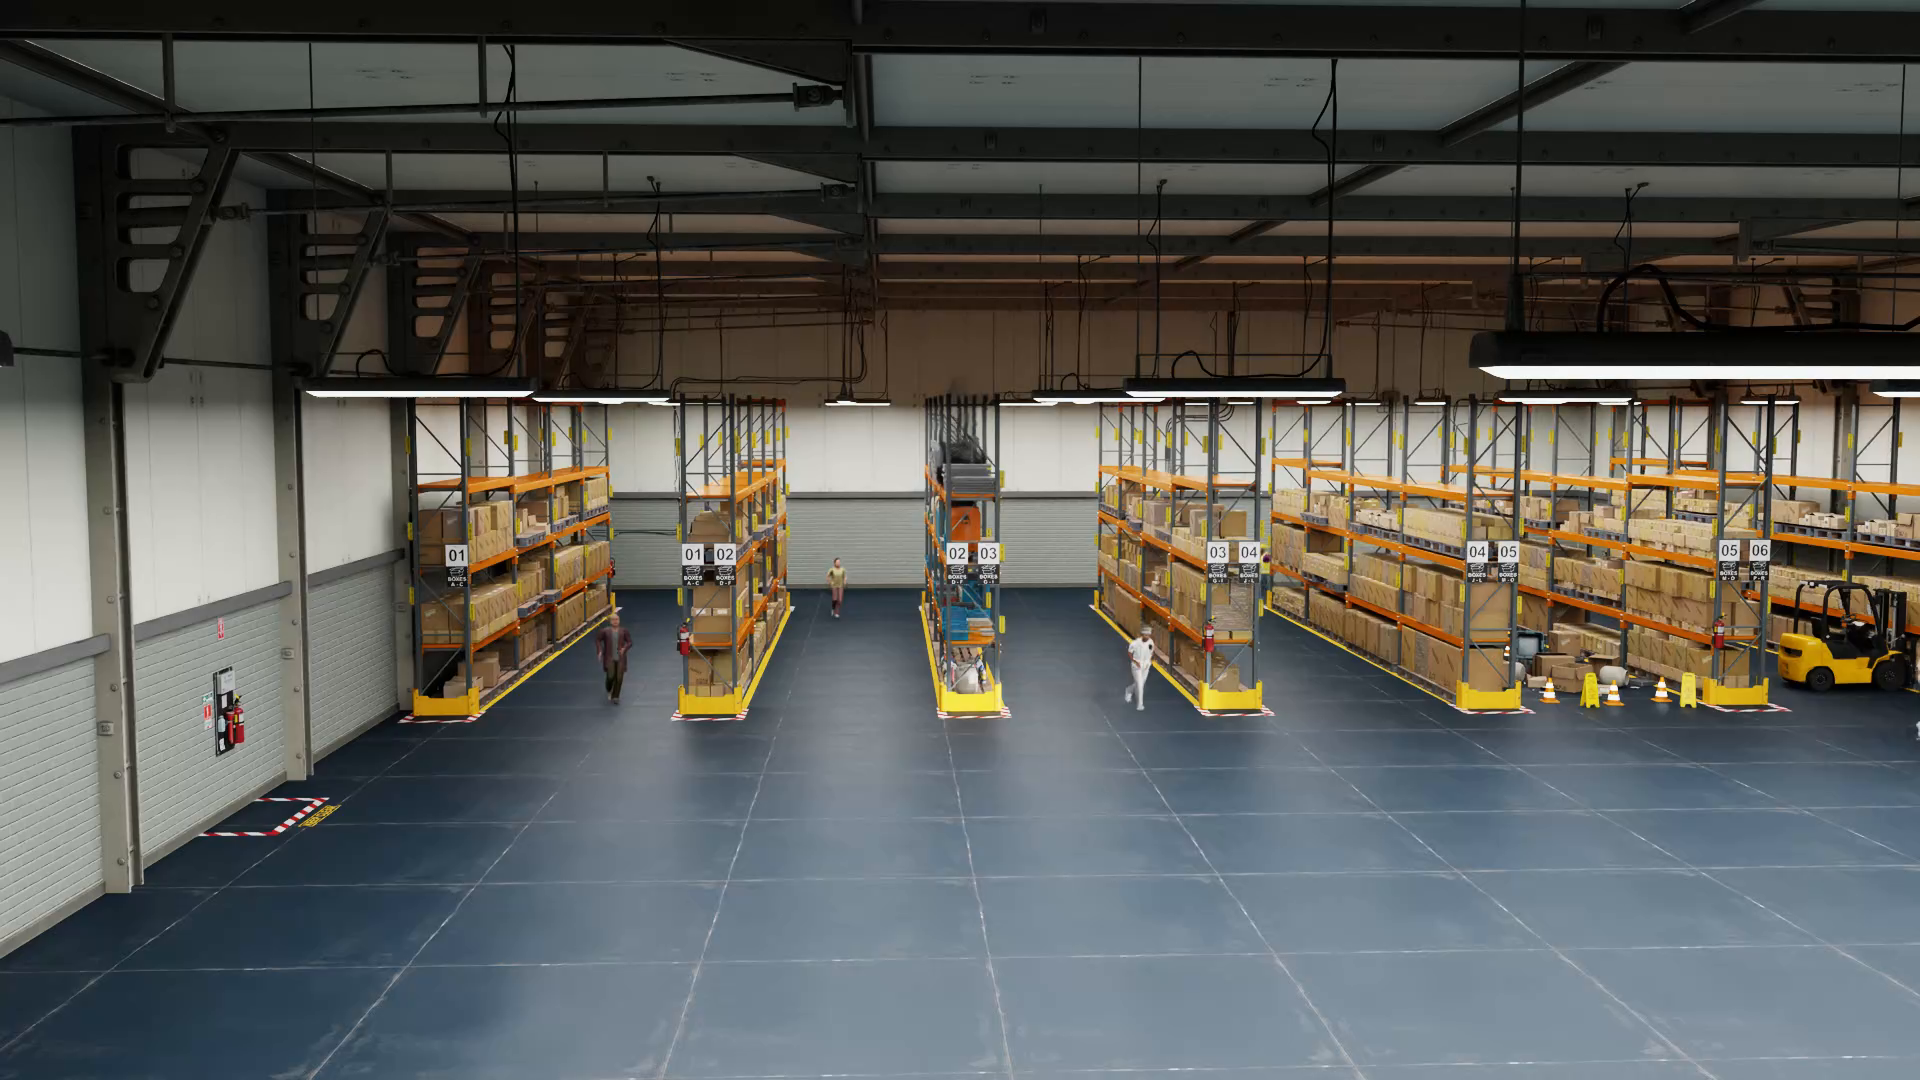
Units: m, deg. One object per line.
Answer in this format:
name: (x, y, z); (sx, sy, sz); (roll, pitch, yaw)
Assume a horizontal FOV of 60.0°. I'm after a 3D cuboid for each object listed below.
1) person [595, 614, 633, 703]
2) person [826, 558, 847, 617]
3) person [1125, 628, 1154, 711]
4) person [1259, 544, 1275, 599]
person: (-6.678, 2.305, 32.183); (0.703, 1.732, 0.625); (-2, 5, -19)
person: (-3.347, 1.309, 45.494); (0.557, 1.625, 0.521); (-1, 5, -18)
person: (3.406, 2.431, 31.771); (0.544, 1.619, 0.816); (-2, 5, -21)
person: (8.929, 0.999, 48.779); (0.870, 1.792, 0.711); (-1, 5, -9)
